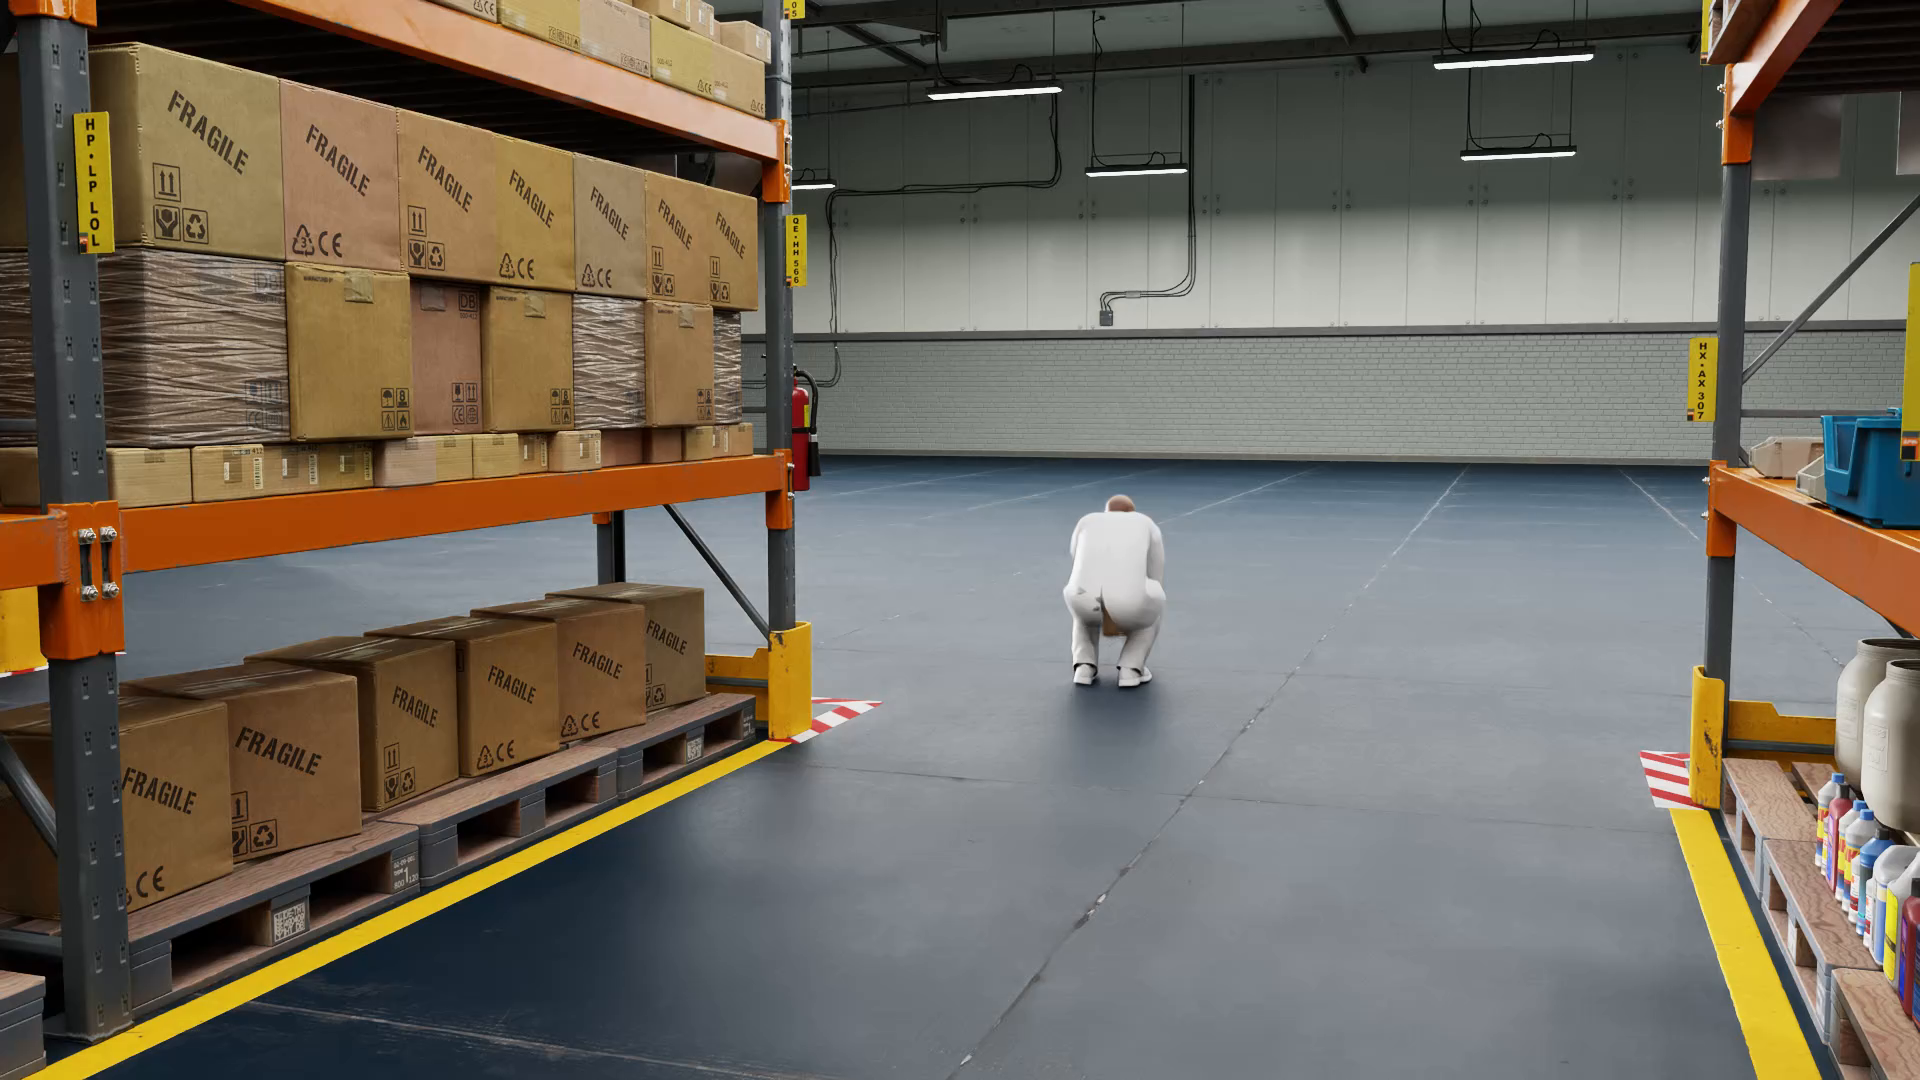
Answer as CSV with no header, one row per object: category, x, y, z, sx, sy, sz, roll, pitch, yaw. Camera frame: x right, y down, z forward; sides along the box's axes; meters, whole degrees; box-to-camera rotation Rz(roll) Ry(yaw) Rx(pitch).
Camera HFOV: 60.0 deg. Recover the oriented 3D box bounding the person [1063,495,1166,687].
person,0.874,0.284,9.255,0.579,0.983,0.932,2,5,17
